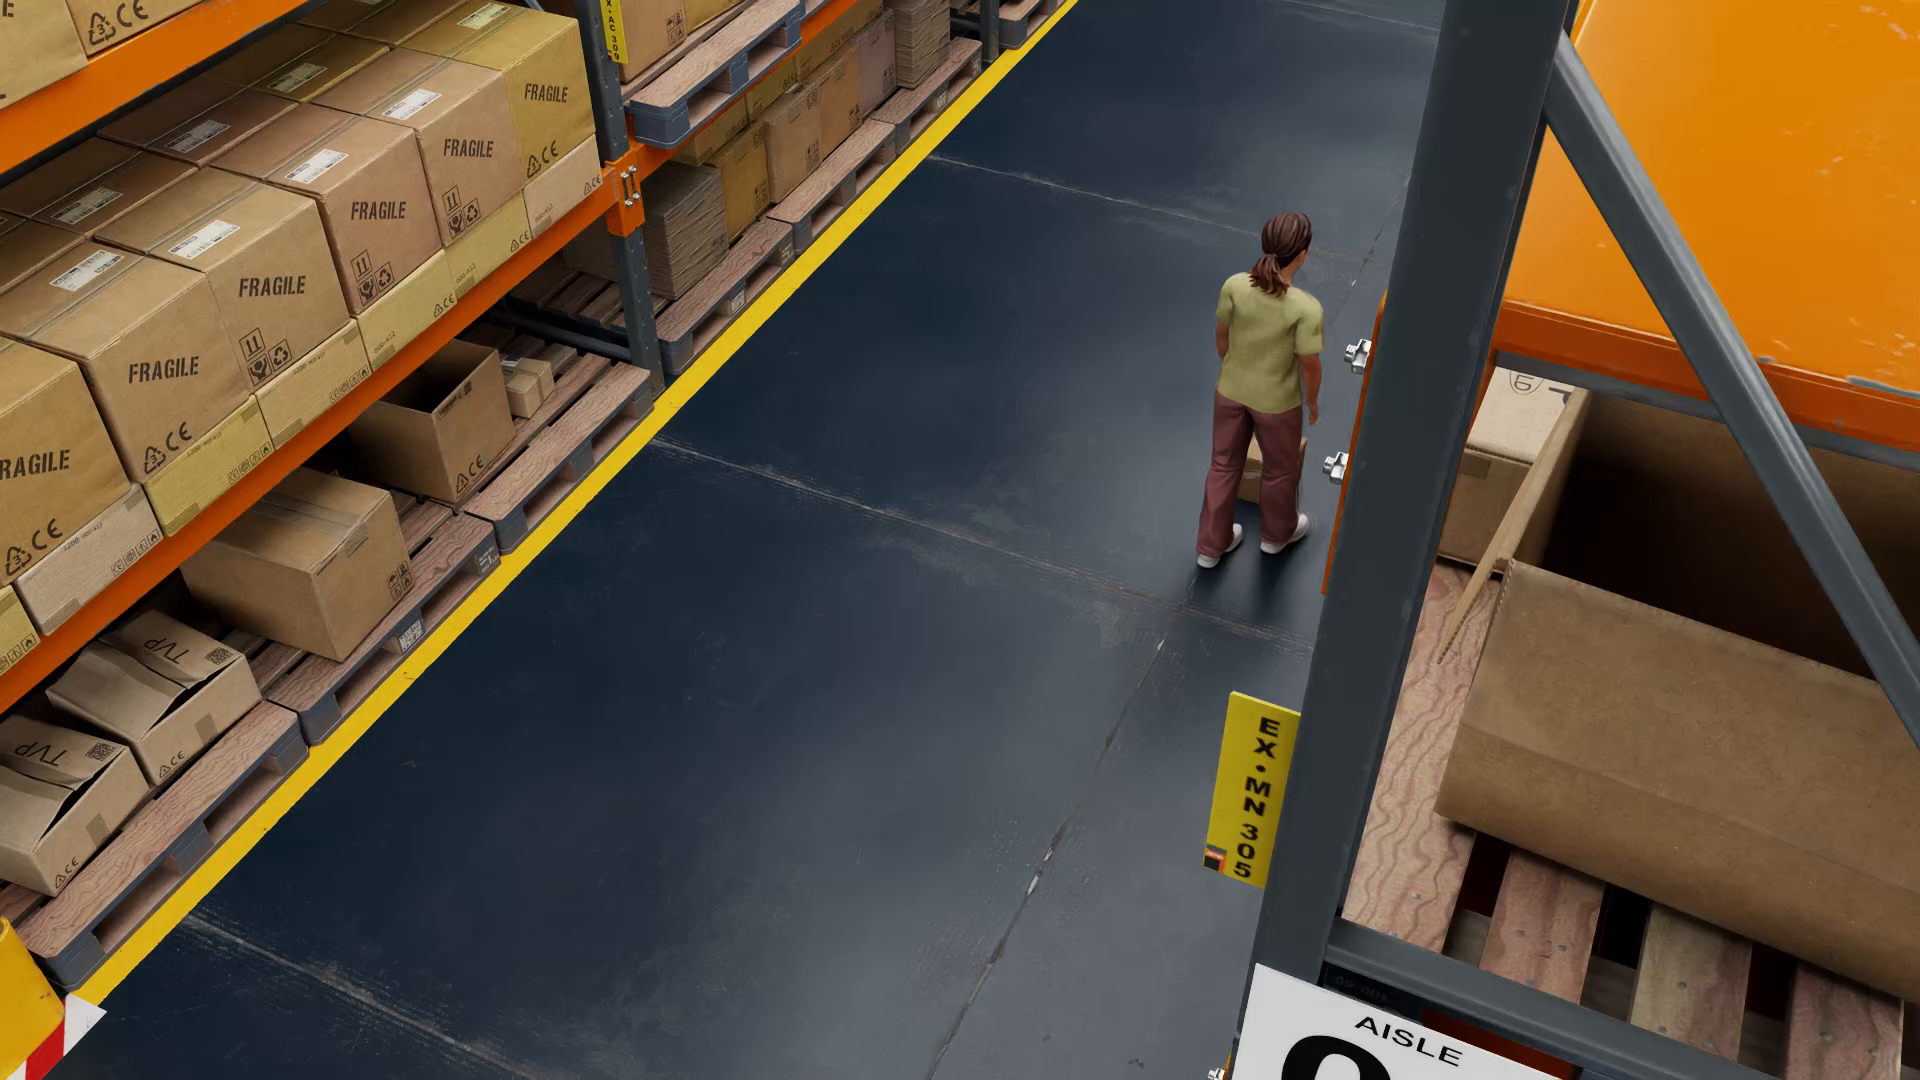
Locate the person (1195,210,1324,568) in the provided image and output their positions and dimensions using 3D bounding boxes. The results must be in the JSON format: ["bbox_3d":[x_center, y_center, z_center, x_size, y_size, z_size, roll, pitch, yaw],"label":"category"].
[{"bbox_3d":[1.263,-0.613,6.823,0.464,1.681,0.544,23,47,24],"label":"person"}]
